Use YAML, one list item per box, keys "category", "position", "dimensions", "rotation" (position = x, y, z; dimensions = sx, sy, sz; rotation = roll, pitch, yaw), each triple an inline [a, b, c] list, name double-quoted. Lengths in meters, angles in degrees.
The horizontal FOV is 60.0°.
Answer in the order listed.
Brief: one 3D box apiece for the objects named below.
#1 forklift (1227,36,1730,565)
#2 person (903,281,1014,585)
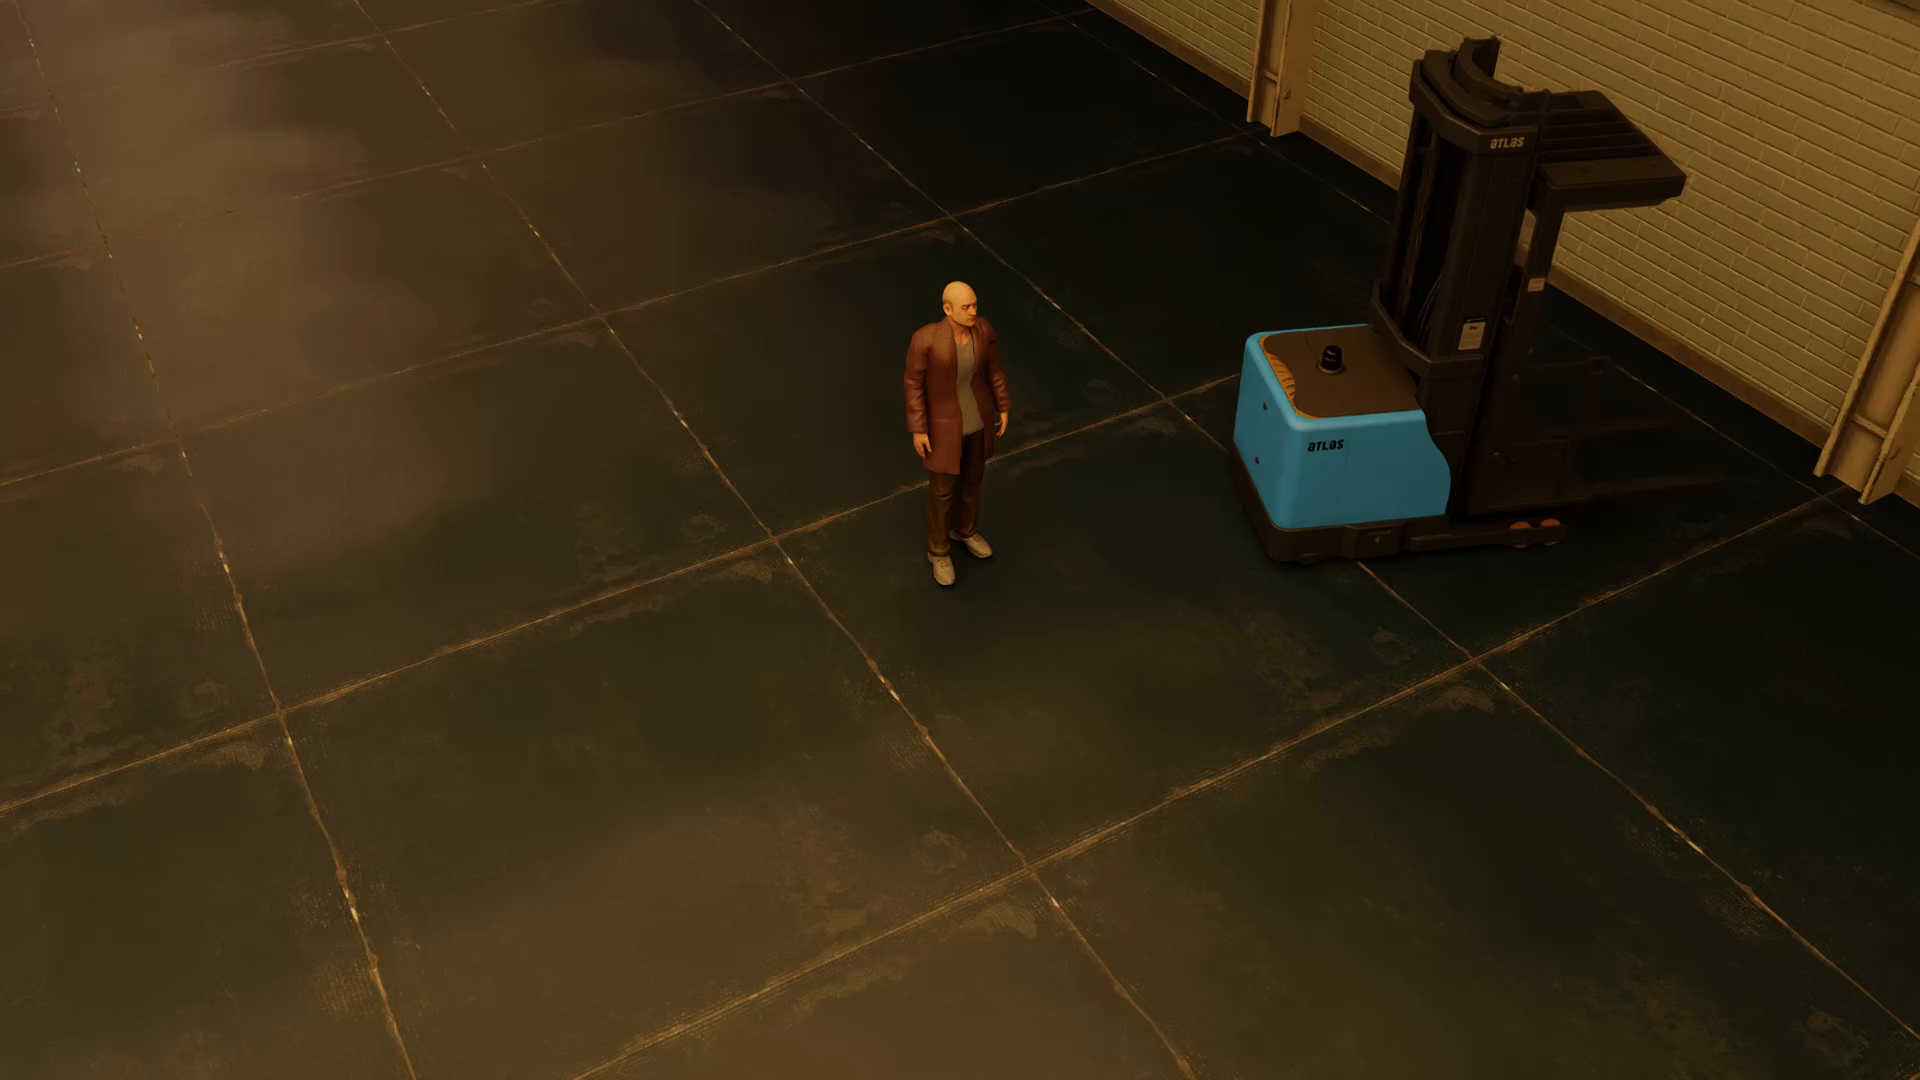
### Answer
- category: "forklift"
  position: [3.294, -1.408, 9.734]
  dimensions: [3.031, 2.935, 1.130]
  rotation: [-6, 40, -7]
- category: "person"
  position: [0.043, -0.637, 9.697]
  dimensions: [0.696, 1.777, 0.579]
  rotation: [-20, 44, -23]
